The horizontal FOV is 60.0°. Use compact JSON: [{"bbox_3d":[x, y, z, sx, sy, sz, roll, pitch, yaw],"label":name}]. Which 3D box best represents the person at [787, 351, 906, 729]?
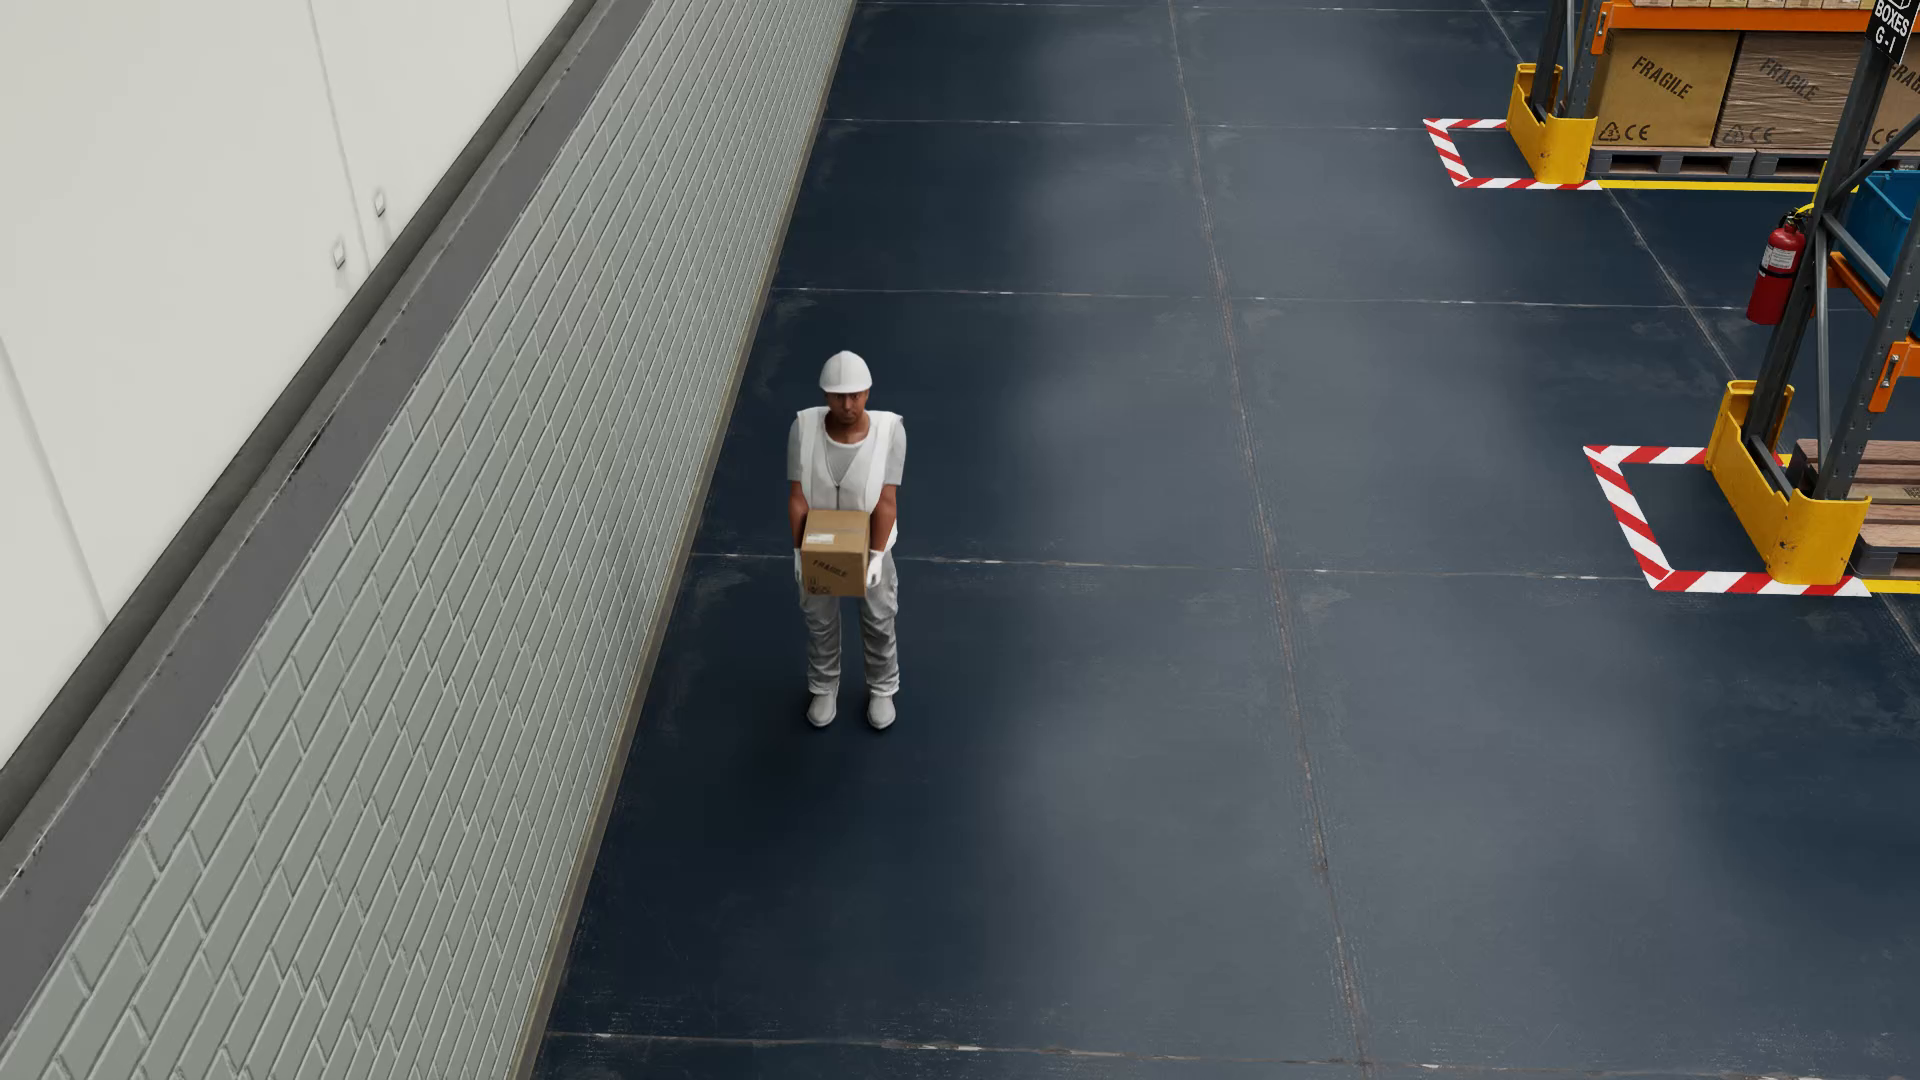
[{"bbox_3d":[-0.474,0.079,6.993,0.488,1.778,0.583,2,35,3],"label":"person"}]
